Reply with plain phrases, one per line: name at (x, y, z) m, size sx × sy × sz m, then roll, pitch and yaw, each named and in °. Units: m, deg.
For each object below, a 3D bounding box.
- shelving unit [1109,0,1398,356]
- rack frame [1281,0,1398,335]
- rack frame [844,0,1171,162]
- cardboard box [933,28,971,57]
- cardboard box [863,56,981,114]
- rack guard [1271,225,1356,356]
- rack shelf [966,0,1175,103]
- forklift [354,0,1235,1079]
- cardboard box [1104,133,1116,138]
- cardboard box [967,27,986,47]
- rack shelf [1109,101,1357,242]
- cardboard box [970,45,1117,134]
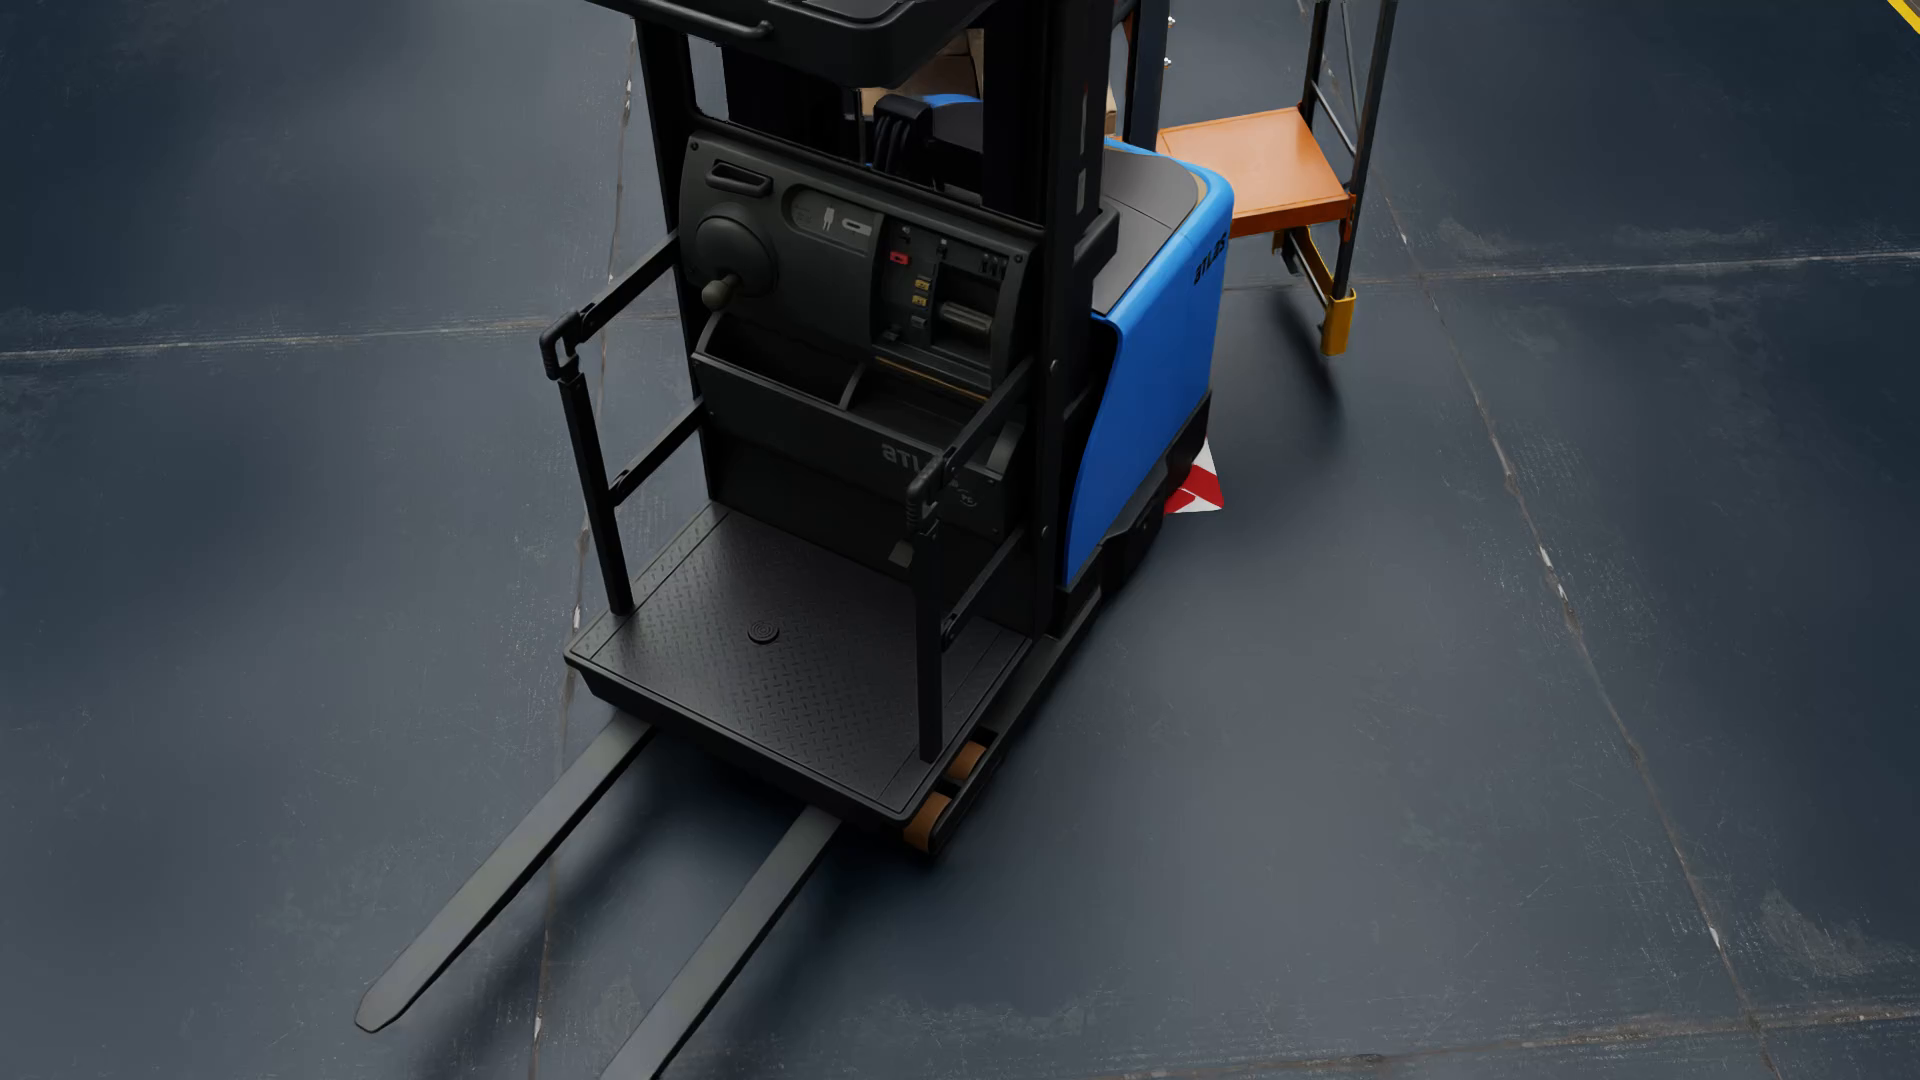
shelving unit at (0.717, -1.244, 5.294) m, size 1.083 × 1.500 × 0.587 m, roll -11°, pitch 51°, yaw -6°
rack frame at (1.206, -1.336, 5.343) m, size 0.032 × 1.500 × 0.500 m, roll -11°, pitch 51°, yaw -6°
rack frame at (0.113, -1.680, 4.775) m, size 1.000 × 3.000 × 0.127 m, roll -3°, pitch 47°, yaw -3°
cardboard box at (-0.228, -1.954, 6.625) m, size 0.500 × 0.250 × 0.500 m, roll -3°, pitch 47°, yaw -3°
cardboard box at (-0.178, -1.350, 5.882) m, size 0.500 × 0.500 × 0.500 m, roll -3°, pitch 47°, yaw -3°
rack guard at (1.231, -0.938, 5.824) m, size 0.087 × 0.250 × 0.587 m, roll -11°, pitch 51°, yaw -6°
rack shelf at (-0.055, -2.880, 6.407) m, size 1.077 × 0.370 × 4.000 m, roll -3°, pitch 47°, yaw -3°
forklift at (-0.370, -0.560, 3.762) m, size 1.130 × 2.935 × 3.031 m, roll 23°, pitch 51°, yaw 20°
cardboard box at (0.399, -1.362, 6.122) m, size 0.380 × 0.166 × 0.250 m, roll -3°, pitch 47°, yaw -3°
cardboard box at (0.266, -2.020, 6.688) m, size 0.500 × 0.250 × 0.500 m, roll -3°, pitch 47°, yaw -3°
rack shelf at (0.716, -1.128, 5.431) m, size 1.000 × 0.185 × 0.538 m, roll -11°, pitch 51°, yaw -6°
cardboard box at (0.308, -1.658, 6.345) m, size 0.500 × 0.250 × 0.500 m, roll -3°, pitch 47°, yaw -3°
